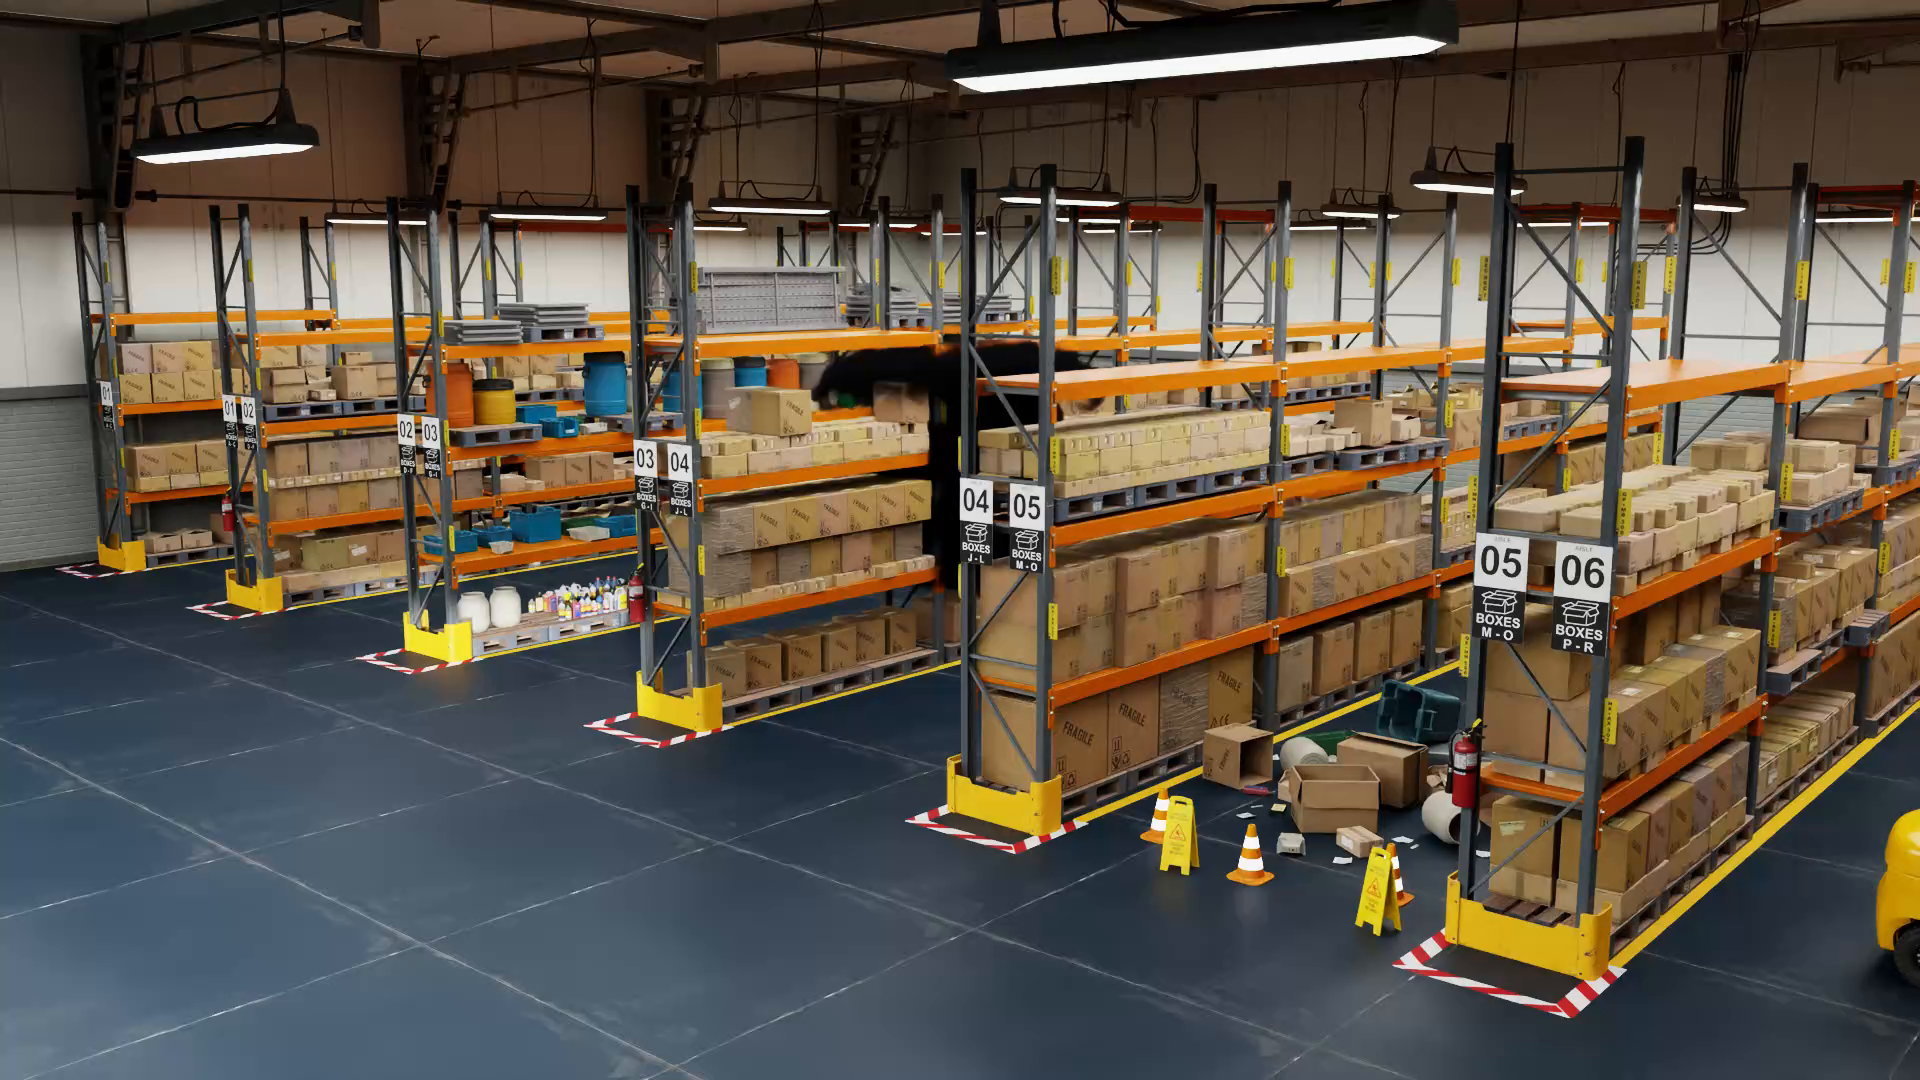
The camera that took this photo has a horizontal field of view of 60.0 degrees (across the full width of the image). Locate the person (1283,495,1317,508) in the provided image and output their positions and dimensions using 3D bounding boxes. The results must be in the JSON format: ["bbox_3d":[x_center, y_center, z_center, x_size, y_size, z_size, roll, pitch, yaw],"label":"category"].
[{"bbox_3d":[5.312,-0.029,26.127,0.675,1.780,0.847,9,13,42],"label":"person"}]
